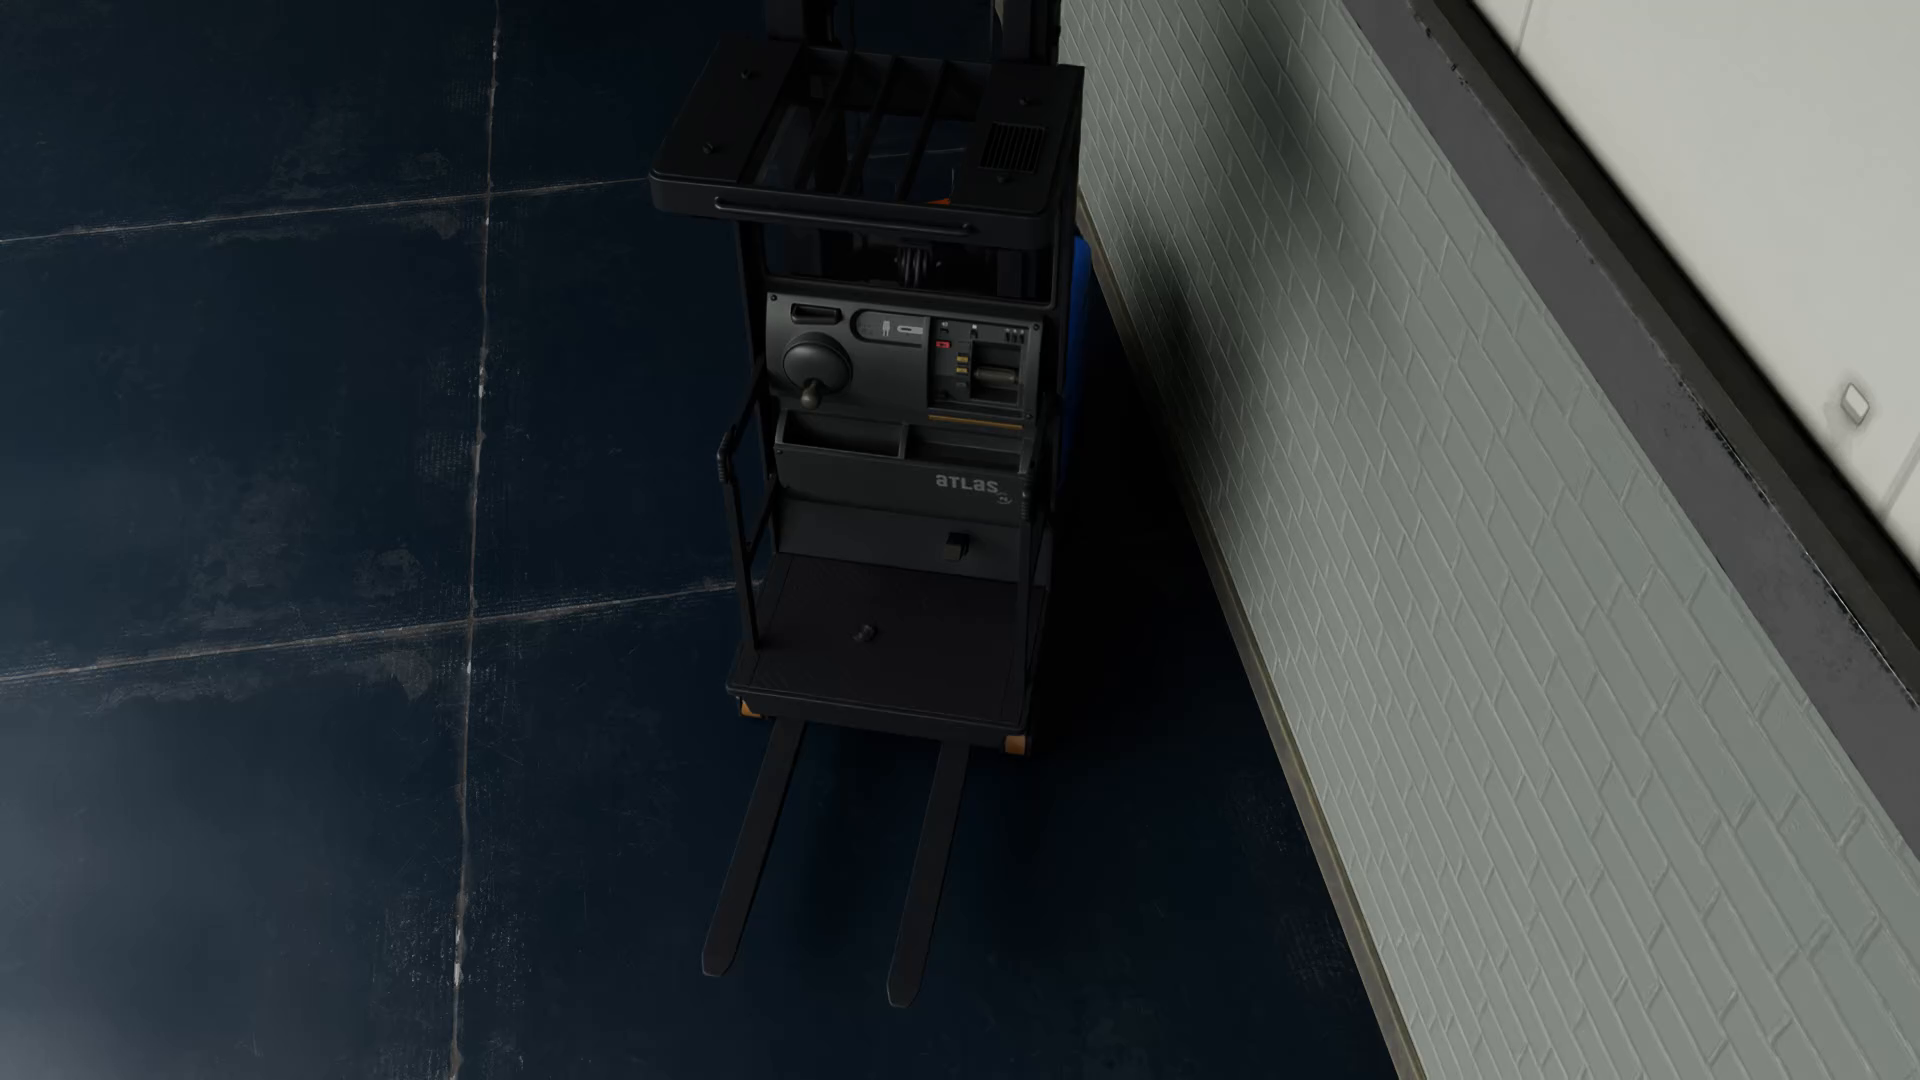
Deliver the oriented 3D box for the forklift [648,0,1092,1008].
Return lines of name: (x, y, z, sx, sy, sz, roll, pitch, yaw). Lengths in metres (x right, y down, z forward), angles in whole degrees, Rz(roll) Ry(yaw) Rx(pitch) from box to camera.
forklift: (-0.225, -0.509, 5.398, 1.130, 2.935, 3.031, 7, 47, 7)

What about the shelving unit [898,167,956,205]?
shelving unit: (-0.093, -1.090, 7.257, 0.252, 1.050, 0.215, -17, 46, -16)

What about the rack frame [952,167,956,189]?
rack frame: (0.019, -1.125, 7.291, 0.008, 1.050, 0.200, -17, 46, -16)

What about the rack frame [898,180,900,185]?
rack frame: (-0.205, -1.056, 7.224, 0.008, 1.050, 0.200, -17, 46, -16)

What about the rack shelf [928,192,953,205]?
rack shelf: (-0.098, -1.289, 7.069, 0.240, 0.259, 0.215, -17, 46, -16)
